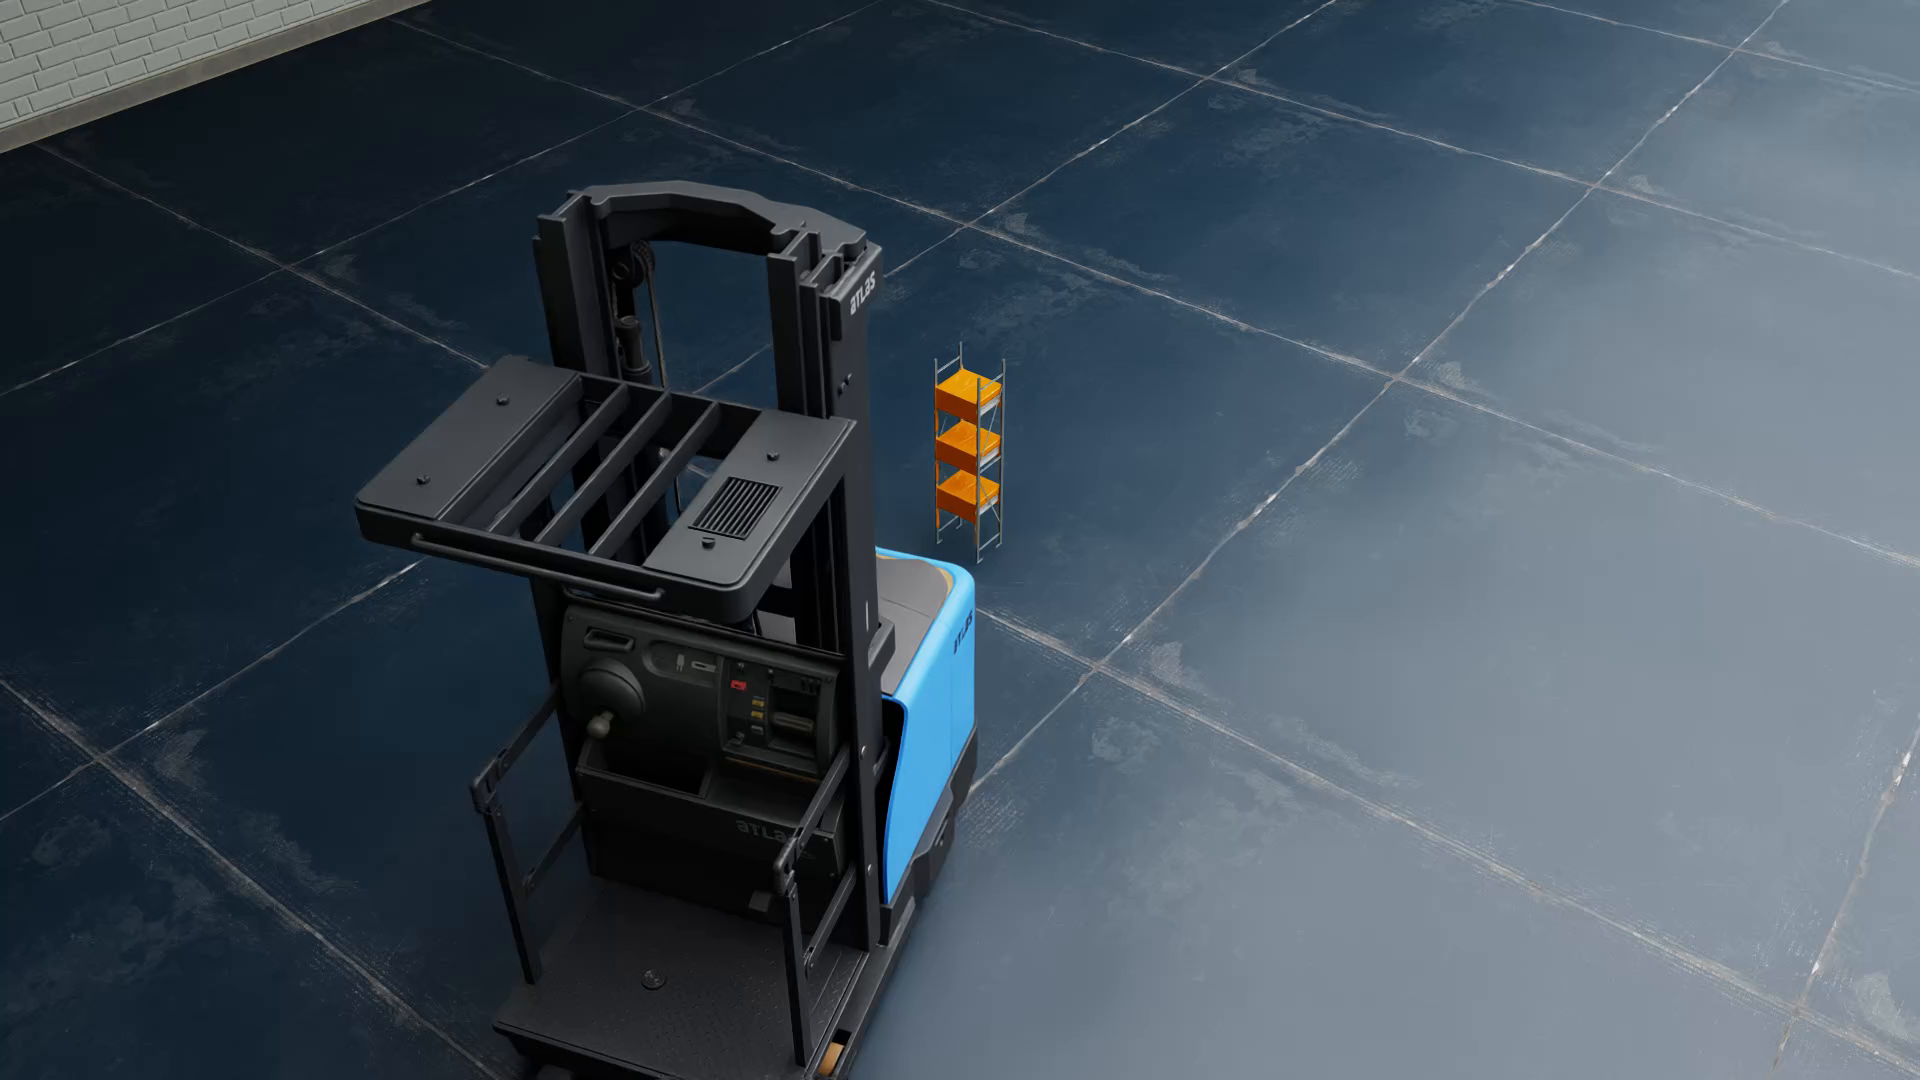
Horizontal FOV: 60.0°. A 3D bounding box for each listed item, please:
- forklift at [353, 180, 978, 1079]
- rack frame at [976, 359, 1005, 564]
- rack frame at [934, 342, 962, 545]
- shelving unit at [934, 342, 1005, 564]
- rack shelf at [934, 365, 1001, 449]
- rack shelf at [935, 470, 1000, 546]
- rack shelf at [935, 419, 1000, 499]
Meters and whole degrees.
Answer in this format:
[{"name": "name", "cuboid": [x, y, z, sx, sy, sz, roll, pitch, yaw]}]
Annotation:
[{"name": "forklift", "cuboid": [-0.887, 0.557, 5.022, 1.130, 2.935, 3.031, 12, 40, 15]}, {"name": "rack frame", "cuboid": [0.139, -0.348, 7.703, 0.008, 1.050, 0.200, 25, 45, 29]}, {"name": "rack frame", "cuboid": [-0.054, -0.439, 7.820, 0.008, 1.050, 0.200, 25, 45, 29]}, {"name": "shelving unit", "cuboid": [0.042, -0.393, 7.762, 0.252, 1.050, 0.215, 25, 45, 29]}, {"name": "rack shelf", "cuboid": [0.042, -0.608, 7.593, 0.240, 0.259, 0.215, 25, 45, 29]}, {"name": "rack shelf", "cuboid": [0.042, -0.166, 7.939, 0.240, 0.259, 0.215, 25, 45, 29]}, {"name": "rack shelf", "cuboid": [0.042, -0.385, 7.768, 0.240, 0.259, 0.215, 25, 45, 29]}]
